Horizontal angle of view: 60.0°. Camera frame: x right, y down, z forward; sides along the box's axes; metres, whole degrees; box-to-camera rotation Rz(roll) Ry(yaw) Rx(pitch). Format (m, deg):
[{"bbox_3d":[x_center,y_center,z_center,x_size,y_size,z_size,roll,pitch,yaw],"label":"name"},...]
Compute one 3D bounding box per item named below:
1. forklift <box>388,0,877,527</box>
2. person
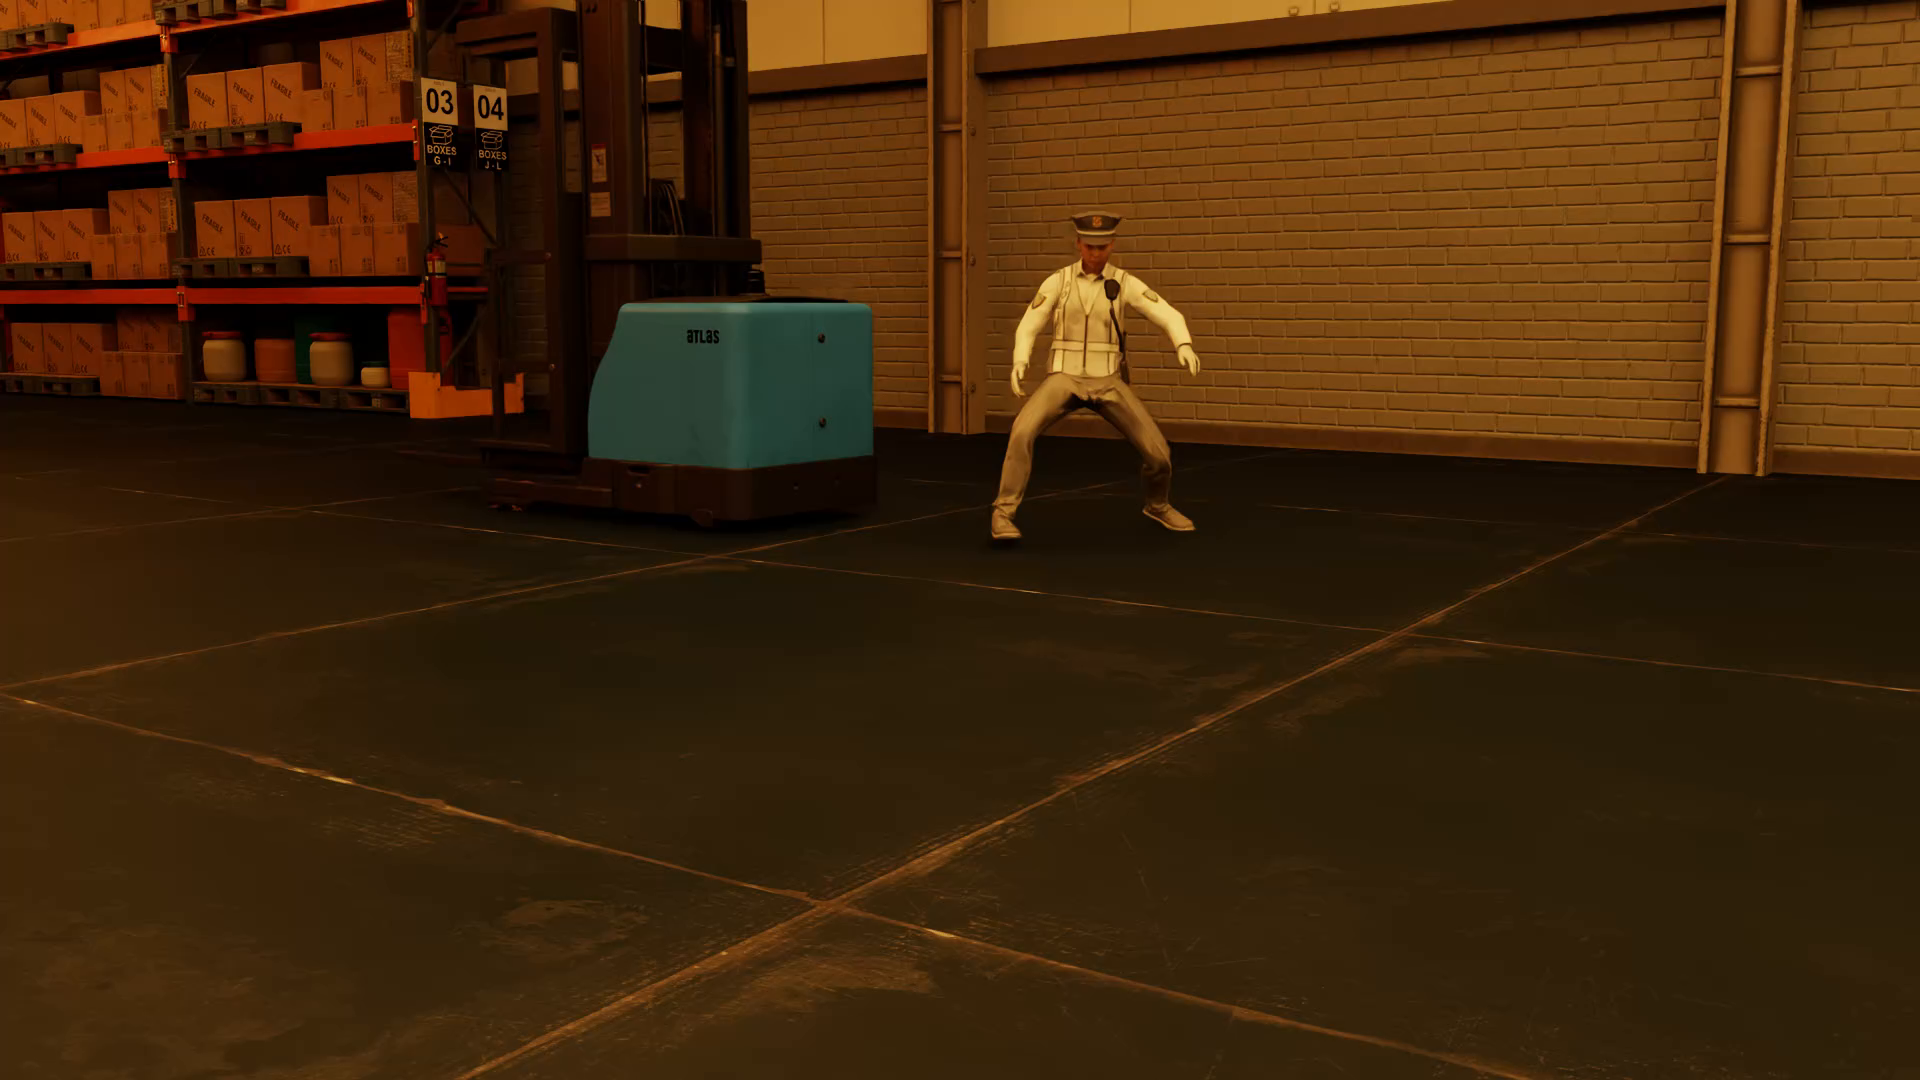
[{"bbox_3d":[-1.903,-1.651,8.800,3.031,2.935,1.130,6,10,37],"label":"forklift"},{"bbox_3d":[0.624,-0.748,7.594,0.927,1.493,0.865,1,8,7],"label":"person"}]
